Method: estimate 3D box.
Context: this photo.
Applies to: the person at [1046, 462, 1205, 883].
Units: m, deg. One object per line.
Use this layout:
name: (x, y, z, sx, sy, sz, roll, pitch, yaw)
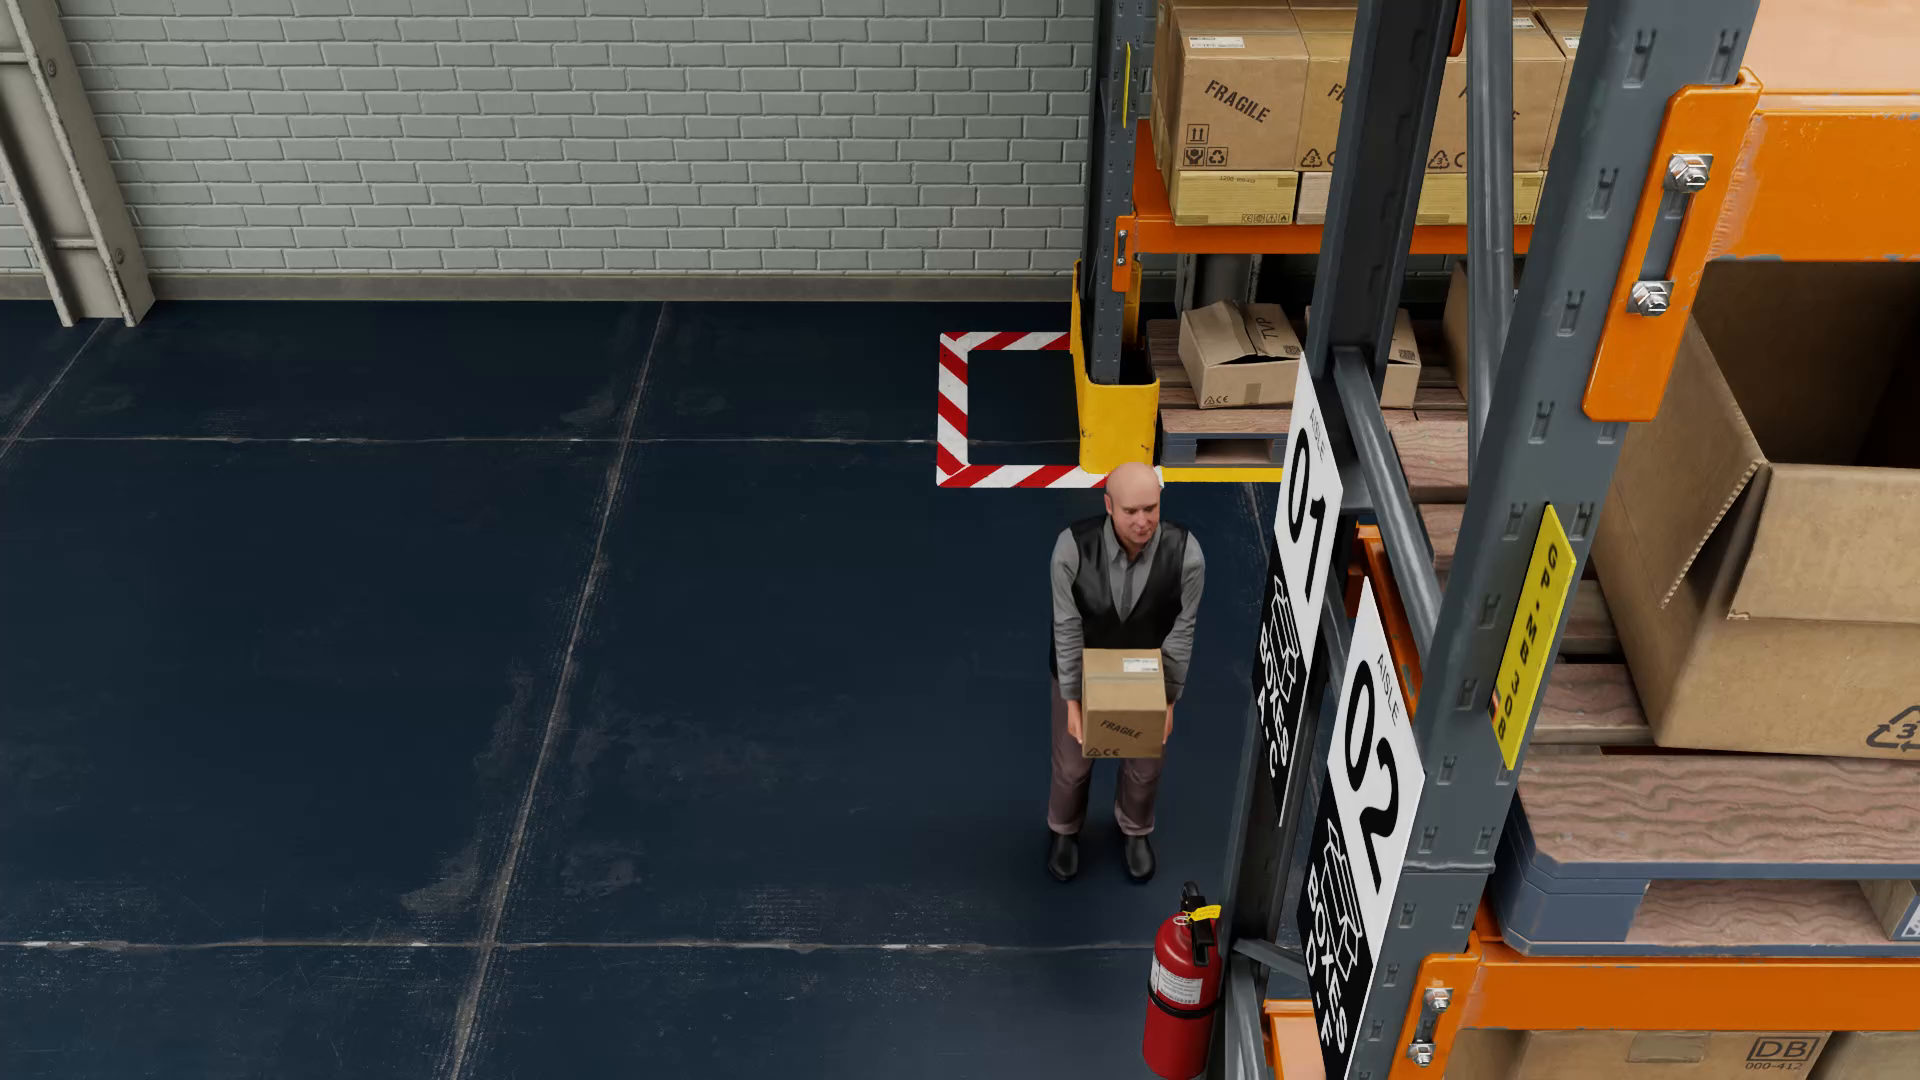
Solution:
person: (0.535, 0.523, 5.540, 0.495, 1.718, 0.555, 0, 39, 0)
